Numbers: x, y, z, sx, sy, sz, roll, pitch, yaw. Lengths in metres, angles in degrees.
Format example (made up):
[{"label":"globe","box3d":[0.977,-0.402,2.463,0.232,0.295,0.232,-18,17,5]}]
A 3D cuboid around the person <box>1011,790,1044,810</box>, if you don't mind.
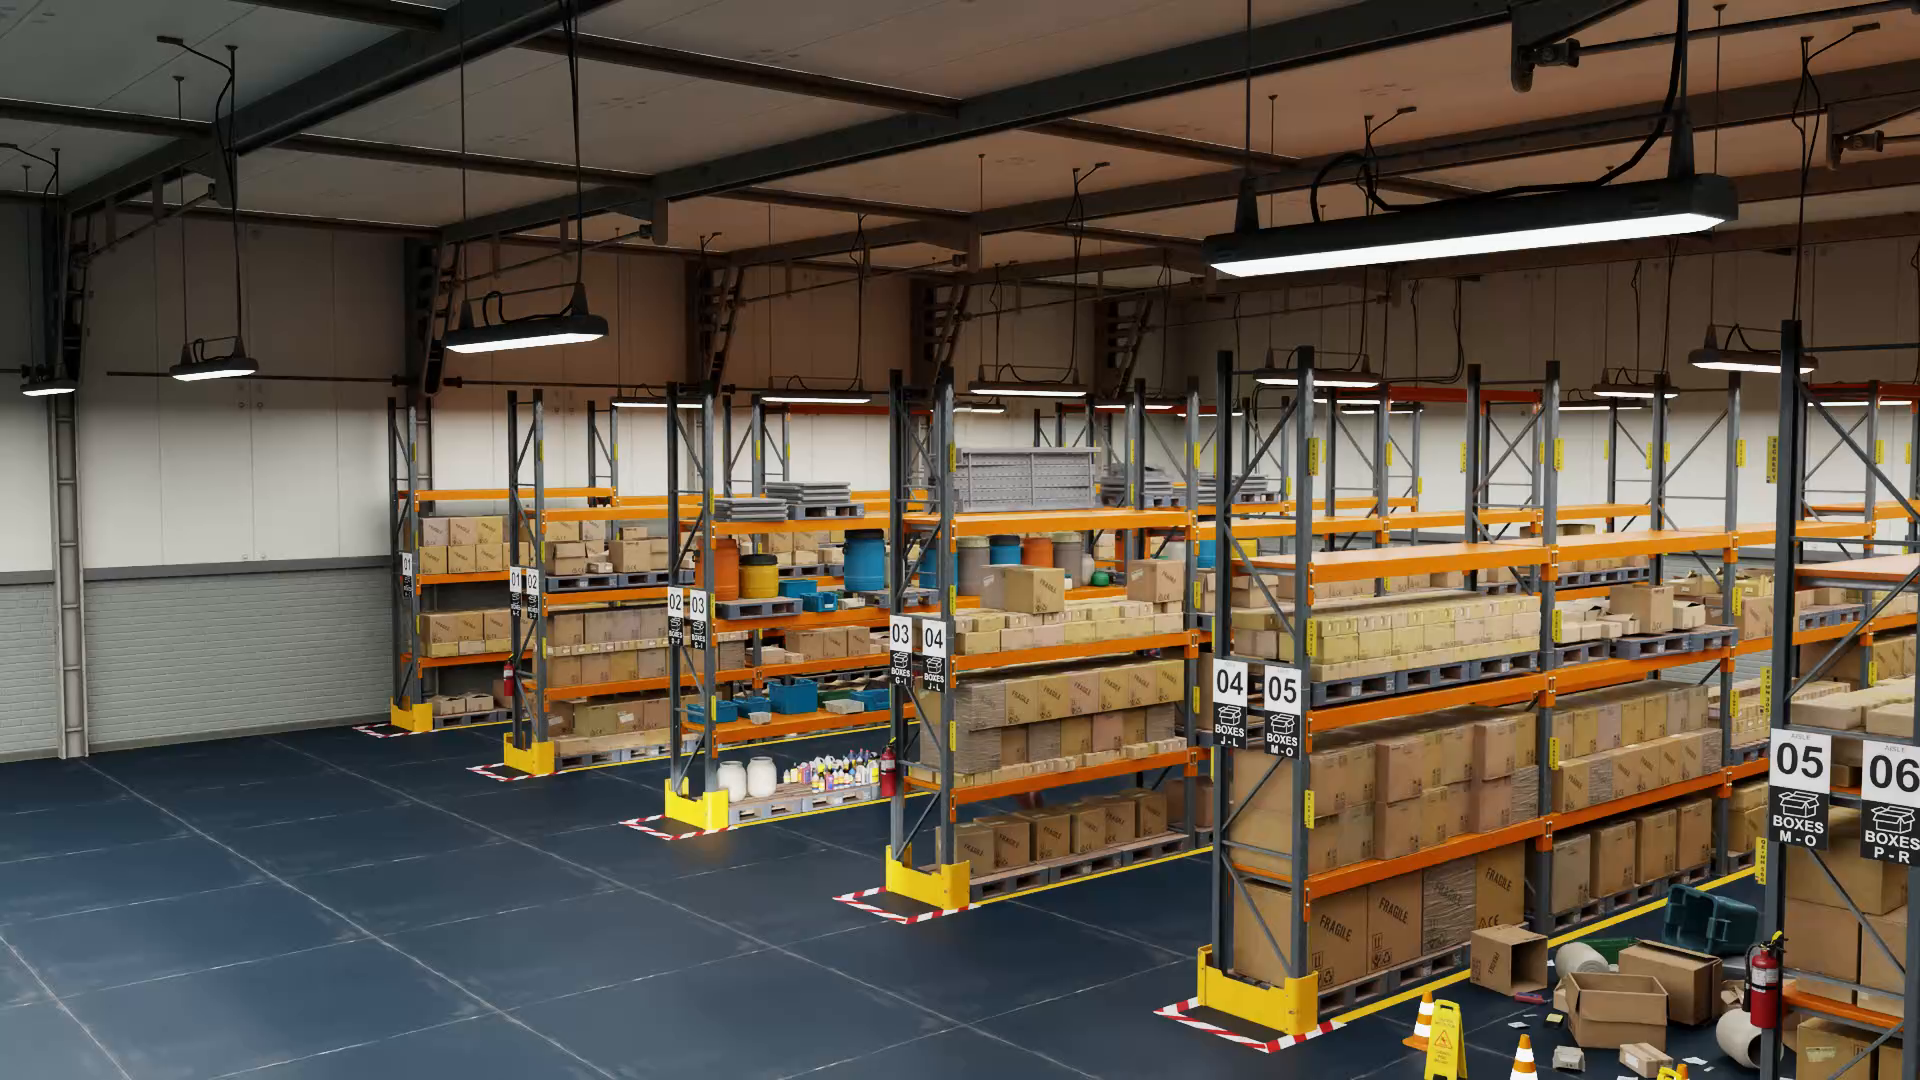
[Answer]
[{"label":"person","box3d":[0.968,3.040,22.214,0.617,1.627,0.578,-3,5,-43]}]
